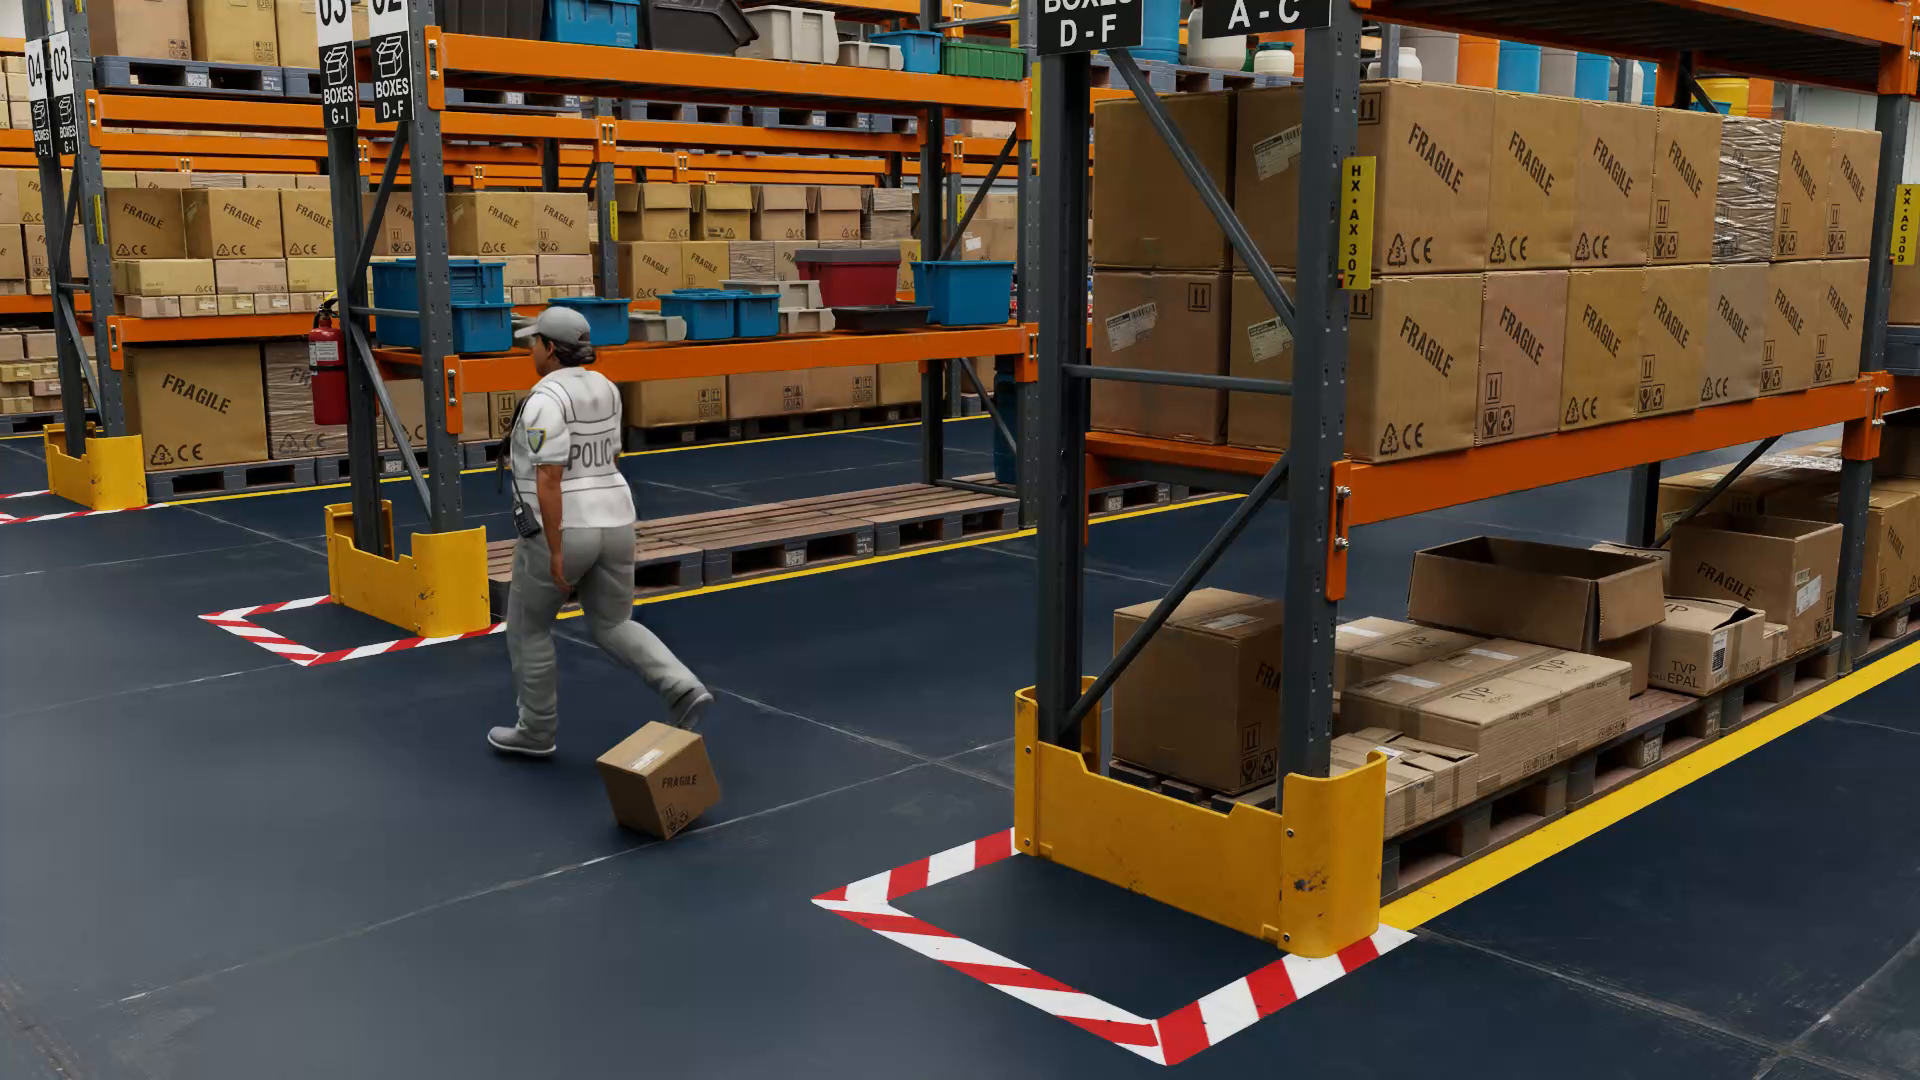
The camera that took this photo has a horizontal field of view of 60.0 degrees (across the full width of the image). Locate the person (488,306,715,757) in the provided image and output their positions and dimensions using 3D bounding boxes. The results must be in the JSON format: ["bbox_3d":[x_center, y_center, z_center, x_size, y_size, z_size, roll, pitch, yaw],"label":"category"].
[{"bbox_3d":[-1.340,-0.014,5.954,0.856,1.627,0.477,6,12,30],"label":"person"}]
